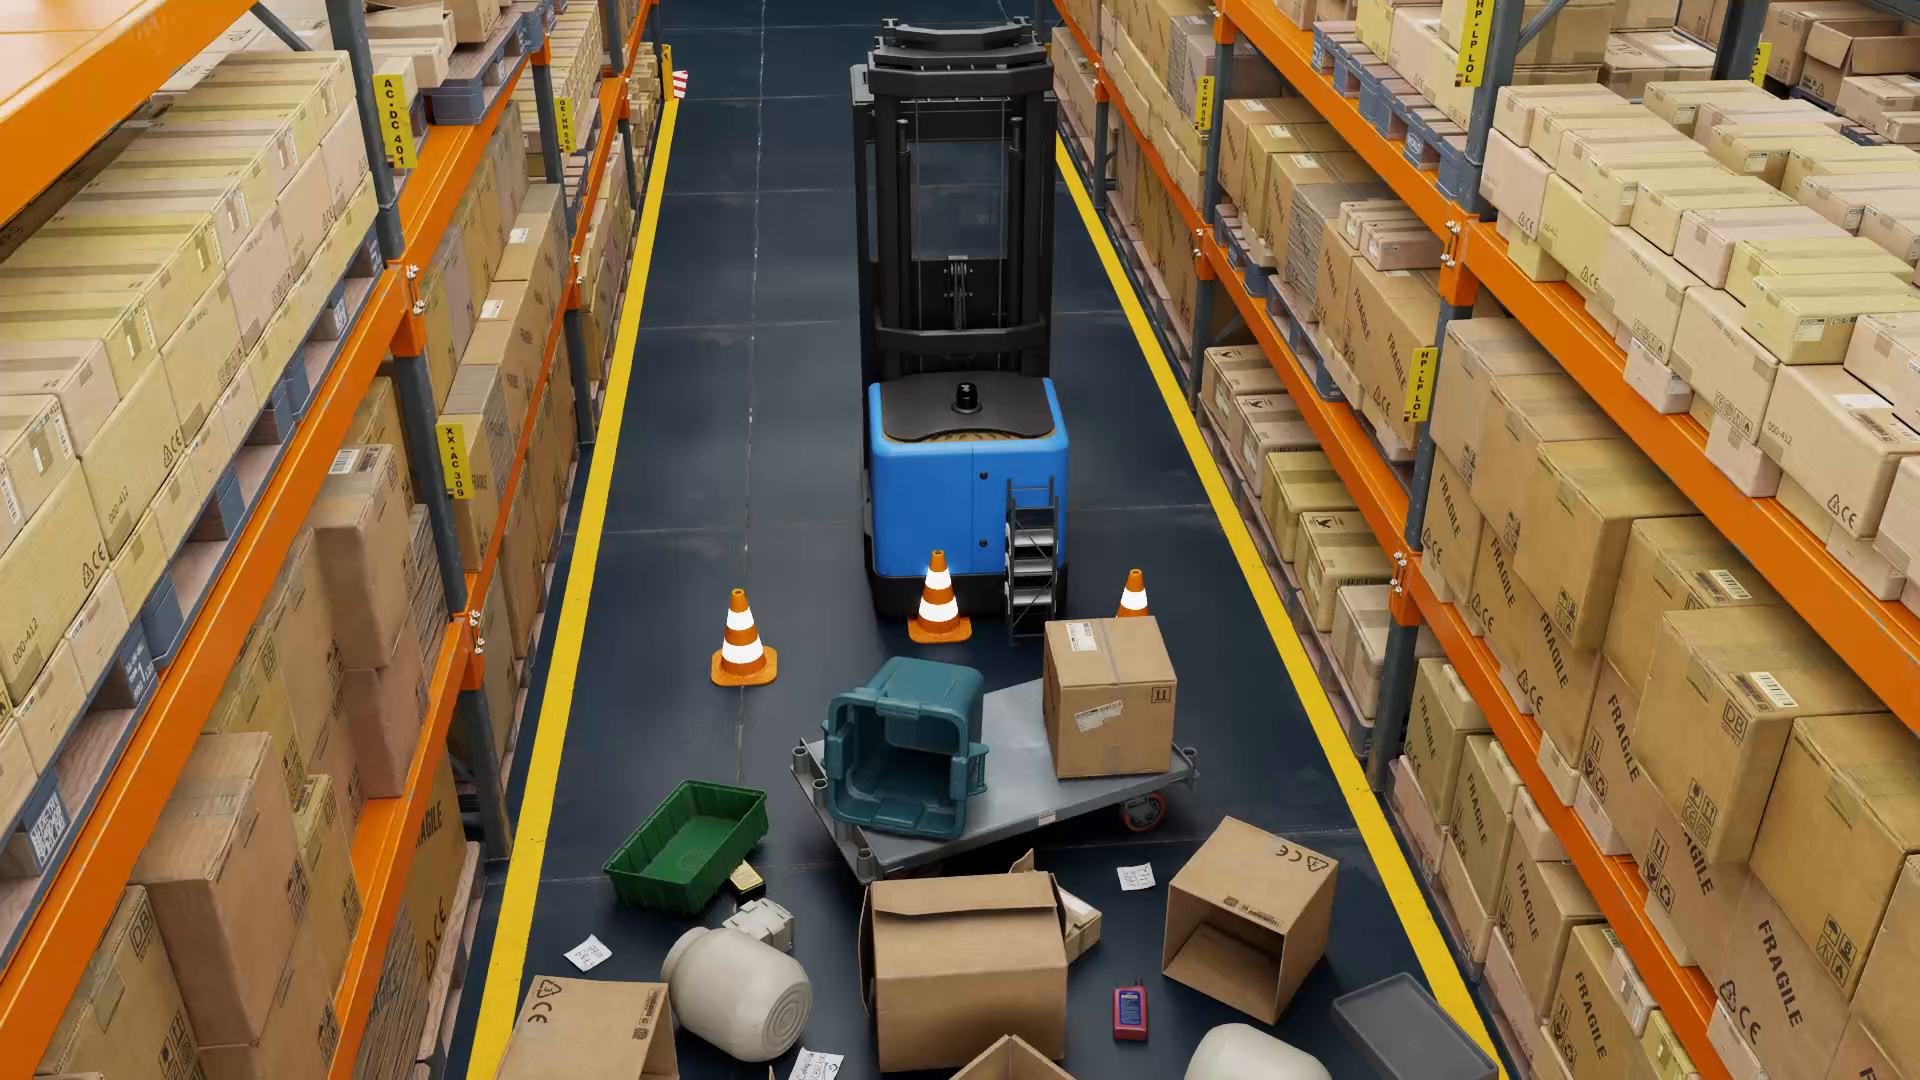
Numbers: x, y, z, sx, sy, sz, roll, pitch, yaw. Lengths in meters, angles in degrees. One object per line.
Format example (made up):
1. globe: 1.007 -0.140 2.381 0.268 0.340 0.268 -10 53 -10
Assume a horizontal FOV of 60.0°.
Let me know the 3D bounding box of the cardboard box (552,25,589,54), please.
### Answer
1. cardboard box: -2.942 -3.683 12.247 0.380 0.149 0.250 -3 31 -5

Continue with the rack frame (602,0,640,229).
1. rack frame: -3.246 -3.954 13.445 1.000 3.000 0.127 -3 31 -5

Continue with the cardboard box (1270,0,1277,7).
1. cardboard box: 1.930 -3.132 9.273 0.396 0.266 0.258 -3 31 -5

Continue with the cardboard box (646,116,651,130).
1. cardboard box: -3.172 -4.035 15.951 0.380 0.149 0.250 -2 31 -4

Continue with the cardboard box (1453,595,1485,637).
1. cardboard box: 2.205 0.252 6.648 0.380 0.149 0.250 -2 31 -3

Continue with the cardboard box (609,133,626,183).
1. cardboard box: -2.925 -3.015 13.170 0.500 0.250 0.500 -4 31 -6

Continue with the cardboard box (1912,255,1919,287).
1. cardboard box: 2.907 -0.742 4.610 0.380 0.149 0.250 -2 31 -4

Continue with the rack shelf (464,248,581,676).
1. rack shelf: -2.686 -0.582 8.501 1.077 0.370 4.000 -3 31 -5

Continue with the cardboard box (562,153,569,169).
1. cardboard box: -2.764 -2.497 10.841 0.380 0.149 0.250 -1 31 -2

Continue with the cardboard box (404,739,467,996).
1. cardboard box: -2.510 1.187 6.501 0.875 0.875 0.875 -2 31 -4

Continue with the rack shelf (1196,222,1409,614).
1. rack shelf: 2.233 -0.871 8.984 1.077 0.370 4.000 -3 31 -5

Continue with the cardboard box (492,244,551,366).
1. cardboard box: -2.471 -1.228 8.783 0.500 0.500 0.500 -3 31 -5

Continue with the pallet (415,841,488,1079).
1. pallet: -2.506 1.719 6.666 1.003 0.211 1.213 -3 31 -5

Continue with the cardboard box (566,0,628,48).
1. cardboard box: -3.042 -4.390 13.786 0.500 0.500 0.500 -3 31 -5

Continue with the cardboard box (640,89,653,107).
1. cardboard box: -3.175 -4.296 16.097 0.380 0.149 0.250 -2 31 -4

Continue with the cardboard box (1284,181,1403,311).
1. cardboard box: 2.009 -1.519 8.570 0.500 0.500 0.500 -4 31 -6

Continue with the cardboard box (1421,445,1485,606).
1. cardboard box: 2.184 -0.091 6.590 0.500 0.500 0.500 -3 31 -5

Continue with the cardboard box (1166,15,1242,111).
1. cardboard box: 1.681 -3.186 11.086 0.500 0.500 0.500 -2 31 -4

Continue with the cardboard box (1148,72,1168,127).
1. cardboard box: 1.628 -3.108 11.687 0.500 0.250 0.500 -4 31 -6

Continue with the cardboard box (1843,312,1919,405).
1. cardboard box: 2.454 -0.452 4.124 0.380 0.149 0.250 -4 31 -6

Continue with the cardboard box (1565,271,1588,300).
1. cardboard box: 2.307 -0.910 5.668 0.380 0.149 0.250 -3 31 -5

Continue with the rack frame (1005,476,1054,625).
1. rack frame: 0.362 0.066 8.763 0.240 0.900 0.006 -2 31 -4

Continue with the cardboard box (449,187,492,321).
1. cardboard box: -2.694 -1.374 8.052 0.700 0.500 0.500 -3 31 -5

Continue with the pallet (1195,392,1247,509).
1. pallet: 2.118 -0.605 10.556 1.003 0.211 1.213 -3 31 -5

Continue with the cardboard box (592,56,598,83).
1. cardboard box: -2.966 -3.573 12.643 0.380 0.149 0.250 -3 31 -5

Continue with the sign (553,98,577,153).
1. sign: -2.320 -2.437 9.776 0.100 0.325 0.005 -3 31 -5

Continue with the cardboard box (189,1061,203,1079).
1. cardboard box: -2.278 1.641 3.931 0.875 0.550 0.550 -3 31 -5

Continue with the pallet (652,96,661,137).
1. pallet: -3.572 -4.344 16.817 1.003 0.211 1.213 -3 31 -5

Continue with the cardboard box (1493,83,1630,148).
1. cardboard box: 2.125 -1.504 5.886 0.380 0.149 0.250 -3 31 -5

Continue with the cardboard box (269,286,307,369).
1. cardboard box: -2.051 -0.584 4.615 0.380 0.149 0.250 -2 31 -4

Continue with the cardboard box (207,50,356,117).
1. cardboard box: -2.147 -1.444 5.277 0.380 0.149 0.250 -3 31 -5

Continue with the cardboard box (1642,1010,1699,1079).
1. cardboard box: 2.338 1.574 5.097 0.380 0.149 0.250 -2 31 -4

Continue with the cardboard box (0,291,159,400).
1. cardboard box: -1.957 -0.408 3.543 0.380 0.149 0.250 -3 31 -5

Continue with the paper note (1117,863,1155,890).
1. paper note: 0.771 1.468 7.262 0.148 0.019 0.142 -3 31 -5

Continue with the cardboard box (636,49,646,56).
1. cardboard box: -3.352 -4.819 16.683 0.380 0.149 0.250 -2 31 -4

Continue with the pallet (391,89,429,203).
1. pallet: -2.634 -1.541 6.666 0.805 0.209 1.217 -4 31 -7

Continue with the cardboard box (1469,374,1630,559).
1. cardboard box: 2.271 -0.262 5.900 0.700 0.500 0.500 -3 31 -4

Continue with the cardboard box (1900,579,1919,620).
1. cardboard box: 2.478 0.140 3.911 0.380 0.149 0.250 -3 31 -4

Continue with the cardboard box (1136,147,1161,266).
1. cardboard box: 1.902 -2.738 13.070 0.875 0.875 0.875 -2 31 -3

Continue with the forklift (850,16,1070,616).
1. forklift: -0.046 -1.580 9.538 1.130 2.935 3.031 -2 31 -4

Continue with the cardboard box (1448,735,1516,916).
1. cardboard box: 2.268 1.107 6.513 0.500 0.500 0.500 -2 31 -3

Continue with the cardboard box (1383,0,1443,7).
1. cardboard box: 2.122 -2.587 7.479 0.500 0.250 0.500 -2 31 -4

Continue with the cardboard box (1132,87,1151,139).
1. cardboard box: 1.570 -3.159 12.260 0.500 0.250 0.500 -3 31 -5

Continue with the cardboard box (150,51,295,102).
1. cardboard box: -2.724 -1.669 6.334 0.500 0.250 0.500 -2 31 -4

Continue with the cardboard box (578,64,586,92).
1. cardboard box: -2.886 -3.288 11.875 0.380 0.149 0.250 -3 31 -4

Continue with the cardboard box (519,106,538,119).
1. cardboard box: -2.751 -2.622 10.470 0.380 0.149 0.250 -4 31 -6

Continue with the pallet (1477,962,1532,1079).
1. pallet: 2.635 2.004 6.189 1.003 0.211 1.213 -3 31 -5

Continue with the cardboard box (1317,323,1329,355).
1. cardboard box: 2.016 -1.002 8.338 0.380 0.149 0.250 -3 31 -5

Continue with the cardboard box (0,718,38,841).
1. cardboard box: -1.863 0.449 2.886 0.380 0.149 0.250 -2 31 -4

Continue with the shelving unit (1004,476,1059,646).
1. shelving unit: 0.370 0.118 8.676 0.258 0.900 0.210 -2 31 -4

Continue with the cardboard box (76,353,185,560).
1. cardboard box: -2.011 -0.177 3.546 0.500 0.250 0.500 -3 31 -5

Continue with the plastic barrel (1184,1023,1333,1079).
1. plastic barrel: 1.093 2.008 5.976 0.512 0.421 0.421 20 36 29

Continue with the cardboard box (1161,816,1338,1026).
1. cardboard box: 1.165 1.526 6.706 0.500 0.500 0.500 20 36 29
